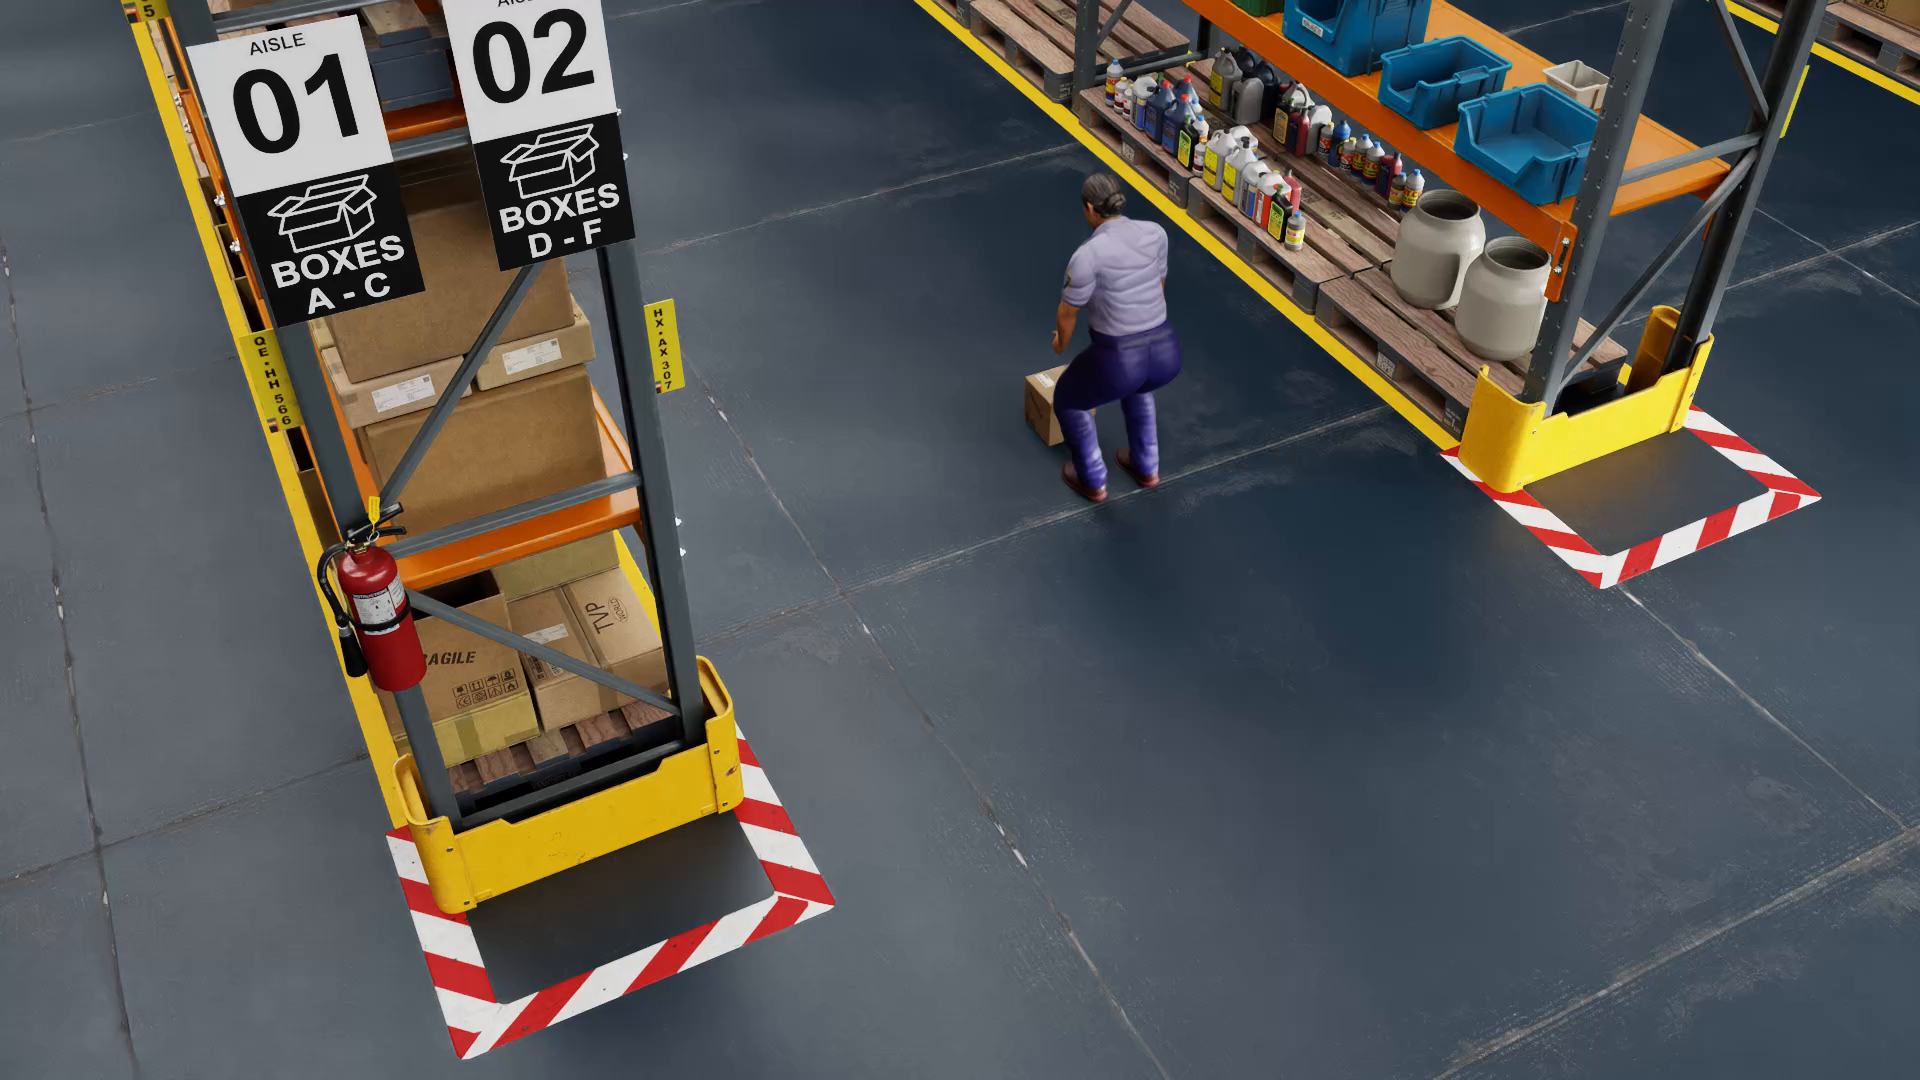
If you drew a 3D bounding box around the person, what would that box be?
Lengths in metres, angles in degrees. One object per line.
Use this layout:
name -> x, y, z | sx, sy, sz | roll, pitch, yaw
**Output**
person -> 0.669, -0.834, 7.226 | 0.522, 1.510, 0.529 | -18, 45, -20
